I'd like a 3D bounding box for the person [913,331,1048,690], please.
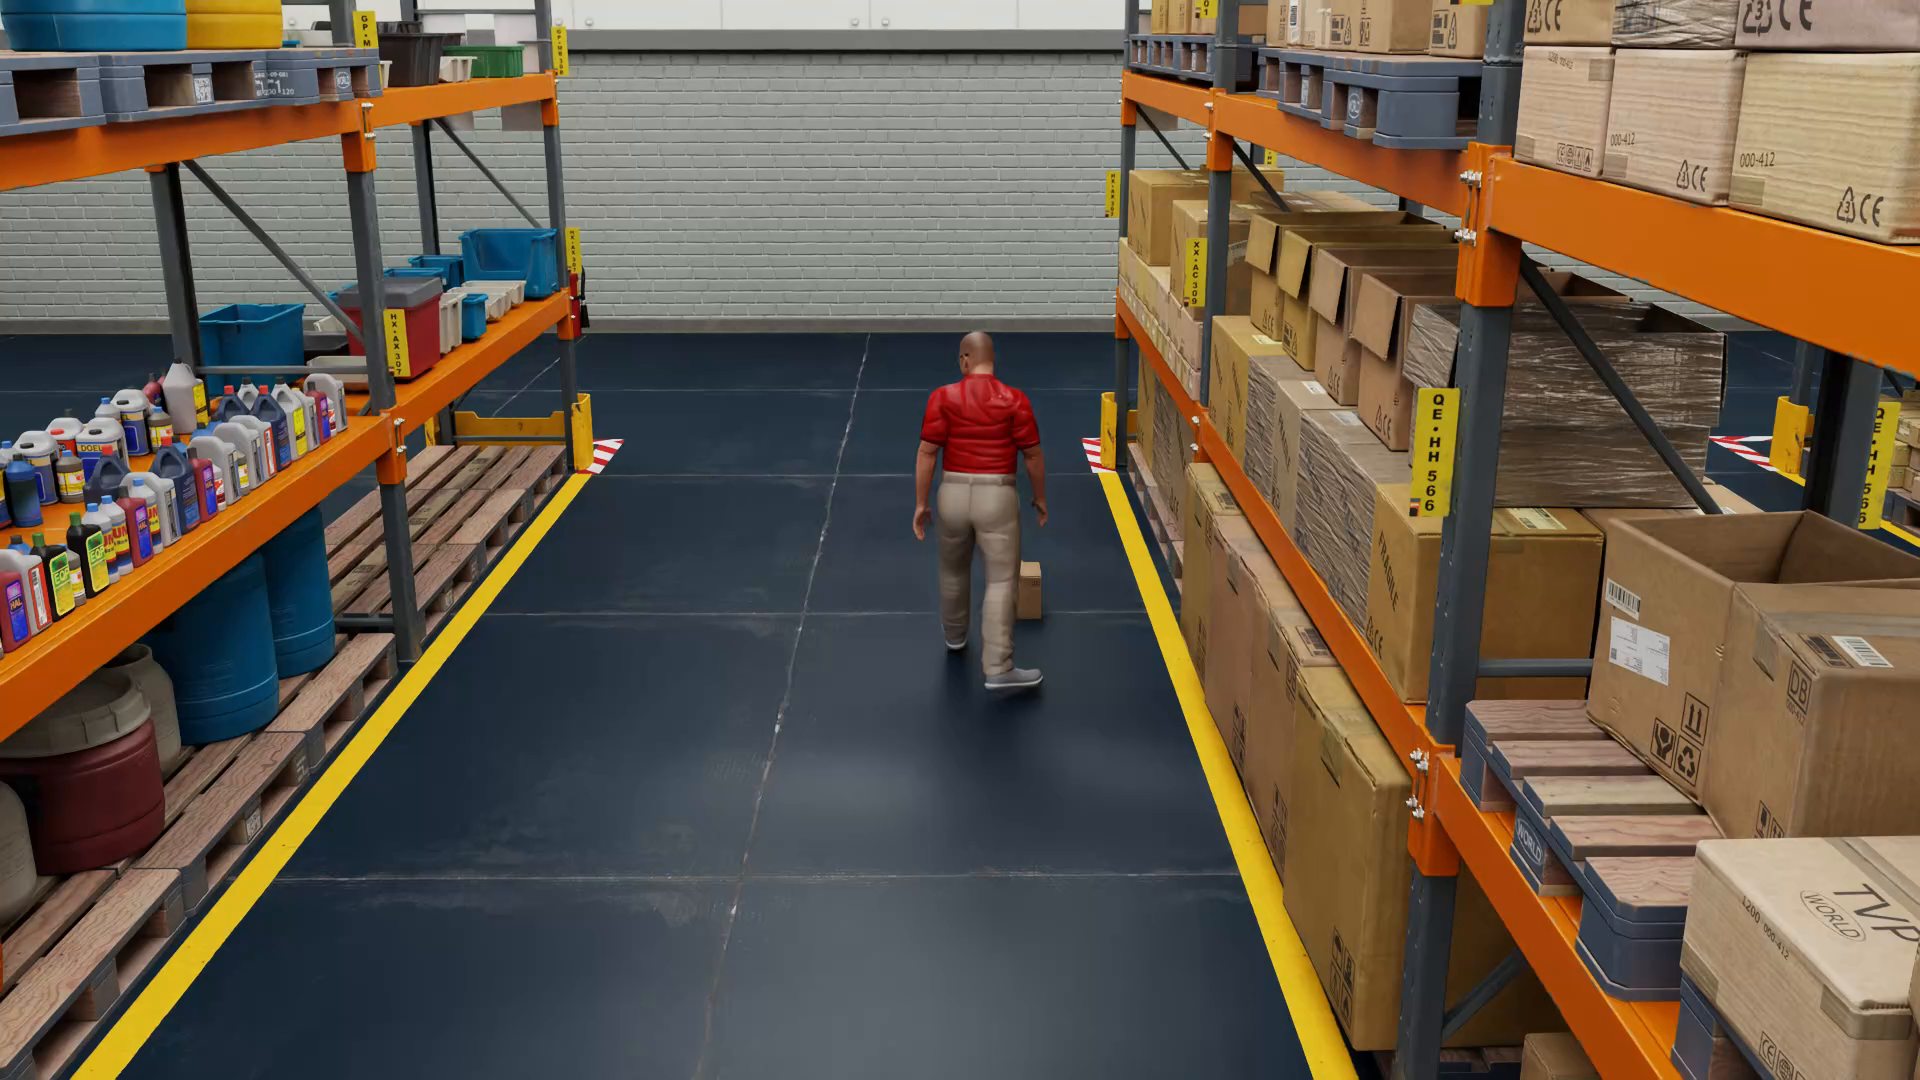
[{"bbox_3d":[0.134,-0.179,8.168,0.687,1.688,0.913,5,18,15],"label":"person"}]
